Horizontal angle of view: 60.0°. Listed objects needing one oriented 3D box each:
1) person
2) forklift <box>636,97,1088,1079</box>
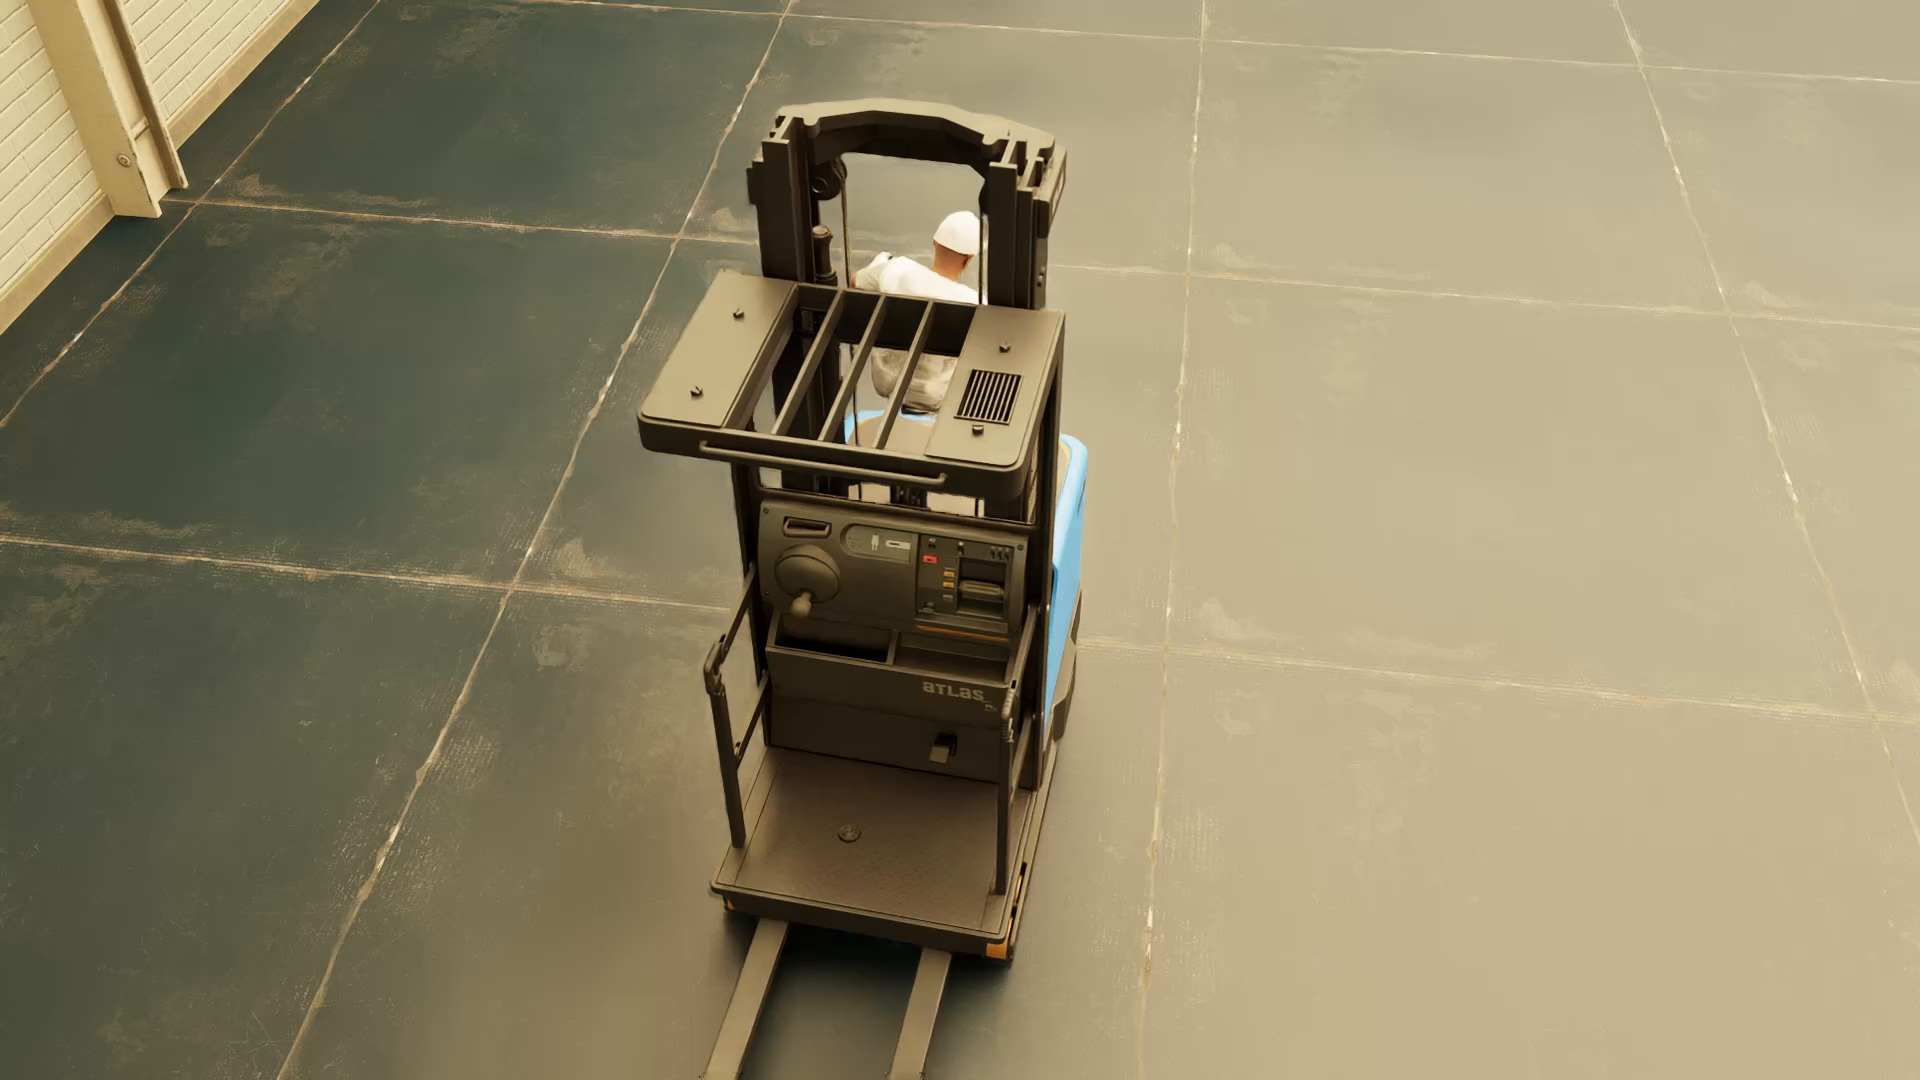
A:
[{"bbox_3d":[-0.042,-0.944,7.787,0.911,1.540,0.832,15,45,16],"label":"person"},{"bbox_3d":[-0.277,0.196,5.511,1.130,2.935,3.031,8,43,9],"label":"forklift"}]
